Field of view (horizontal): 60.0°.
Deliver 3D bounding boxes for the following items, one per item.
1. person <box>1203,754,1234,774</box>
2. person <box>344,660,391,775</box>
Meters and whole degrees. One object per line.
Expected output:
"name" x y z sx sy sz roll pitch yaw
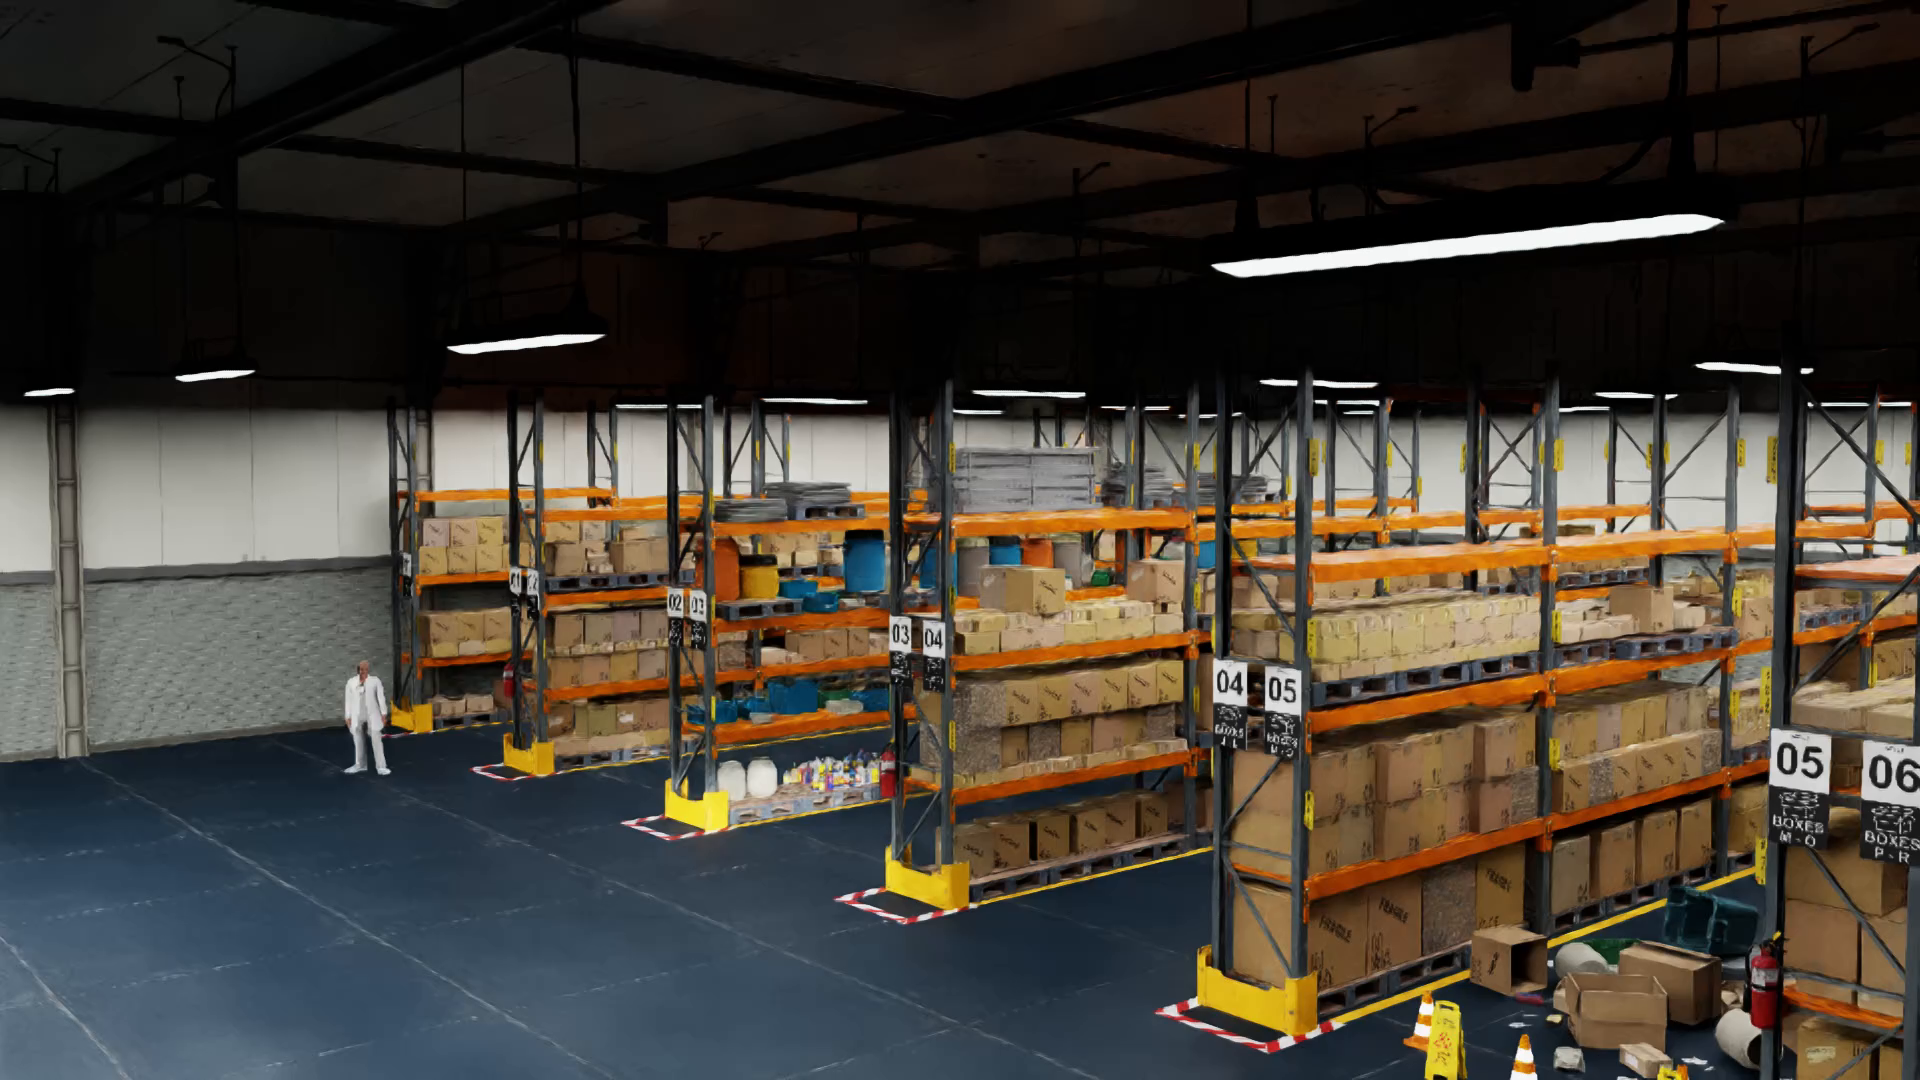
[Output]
"person" 3.922 2.861 24.449 1.104 1.714 0.575 -2 4 -31
"person" -9.207 2.752 25.851 0.761 1.771 0.575 0 3 -7
